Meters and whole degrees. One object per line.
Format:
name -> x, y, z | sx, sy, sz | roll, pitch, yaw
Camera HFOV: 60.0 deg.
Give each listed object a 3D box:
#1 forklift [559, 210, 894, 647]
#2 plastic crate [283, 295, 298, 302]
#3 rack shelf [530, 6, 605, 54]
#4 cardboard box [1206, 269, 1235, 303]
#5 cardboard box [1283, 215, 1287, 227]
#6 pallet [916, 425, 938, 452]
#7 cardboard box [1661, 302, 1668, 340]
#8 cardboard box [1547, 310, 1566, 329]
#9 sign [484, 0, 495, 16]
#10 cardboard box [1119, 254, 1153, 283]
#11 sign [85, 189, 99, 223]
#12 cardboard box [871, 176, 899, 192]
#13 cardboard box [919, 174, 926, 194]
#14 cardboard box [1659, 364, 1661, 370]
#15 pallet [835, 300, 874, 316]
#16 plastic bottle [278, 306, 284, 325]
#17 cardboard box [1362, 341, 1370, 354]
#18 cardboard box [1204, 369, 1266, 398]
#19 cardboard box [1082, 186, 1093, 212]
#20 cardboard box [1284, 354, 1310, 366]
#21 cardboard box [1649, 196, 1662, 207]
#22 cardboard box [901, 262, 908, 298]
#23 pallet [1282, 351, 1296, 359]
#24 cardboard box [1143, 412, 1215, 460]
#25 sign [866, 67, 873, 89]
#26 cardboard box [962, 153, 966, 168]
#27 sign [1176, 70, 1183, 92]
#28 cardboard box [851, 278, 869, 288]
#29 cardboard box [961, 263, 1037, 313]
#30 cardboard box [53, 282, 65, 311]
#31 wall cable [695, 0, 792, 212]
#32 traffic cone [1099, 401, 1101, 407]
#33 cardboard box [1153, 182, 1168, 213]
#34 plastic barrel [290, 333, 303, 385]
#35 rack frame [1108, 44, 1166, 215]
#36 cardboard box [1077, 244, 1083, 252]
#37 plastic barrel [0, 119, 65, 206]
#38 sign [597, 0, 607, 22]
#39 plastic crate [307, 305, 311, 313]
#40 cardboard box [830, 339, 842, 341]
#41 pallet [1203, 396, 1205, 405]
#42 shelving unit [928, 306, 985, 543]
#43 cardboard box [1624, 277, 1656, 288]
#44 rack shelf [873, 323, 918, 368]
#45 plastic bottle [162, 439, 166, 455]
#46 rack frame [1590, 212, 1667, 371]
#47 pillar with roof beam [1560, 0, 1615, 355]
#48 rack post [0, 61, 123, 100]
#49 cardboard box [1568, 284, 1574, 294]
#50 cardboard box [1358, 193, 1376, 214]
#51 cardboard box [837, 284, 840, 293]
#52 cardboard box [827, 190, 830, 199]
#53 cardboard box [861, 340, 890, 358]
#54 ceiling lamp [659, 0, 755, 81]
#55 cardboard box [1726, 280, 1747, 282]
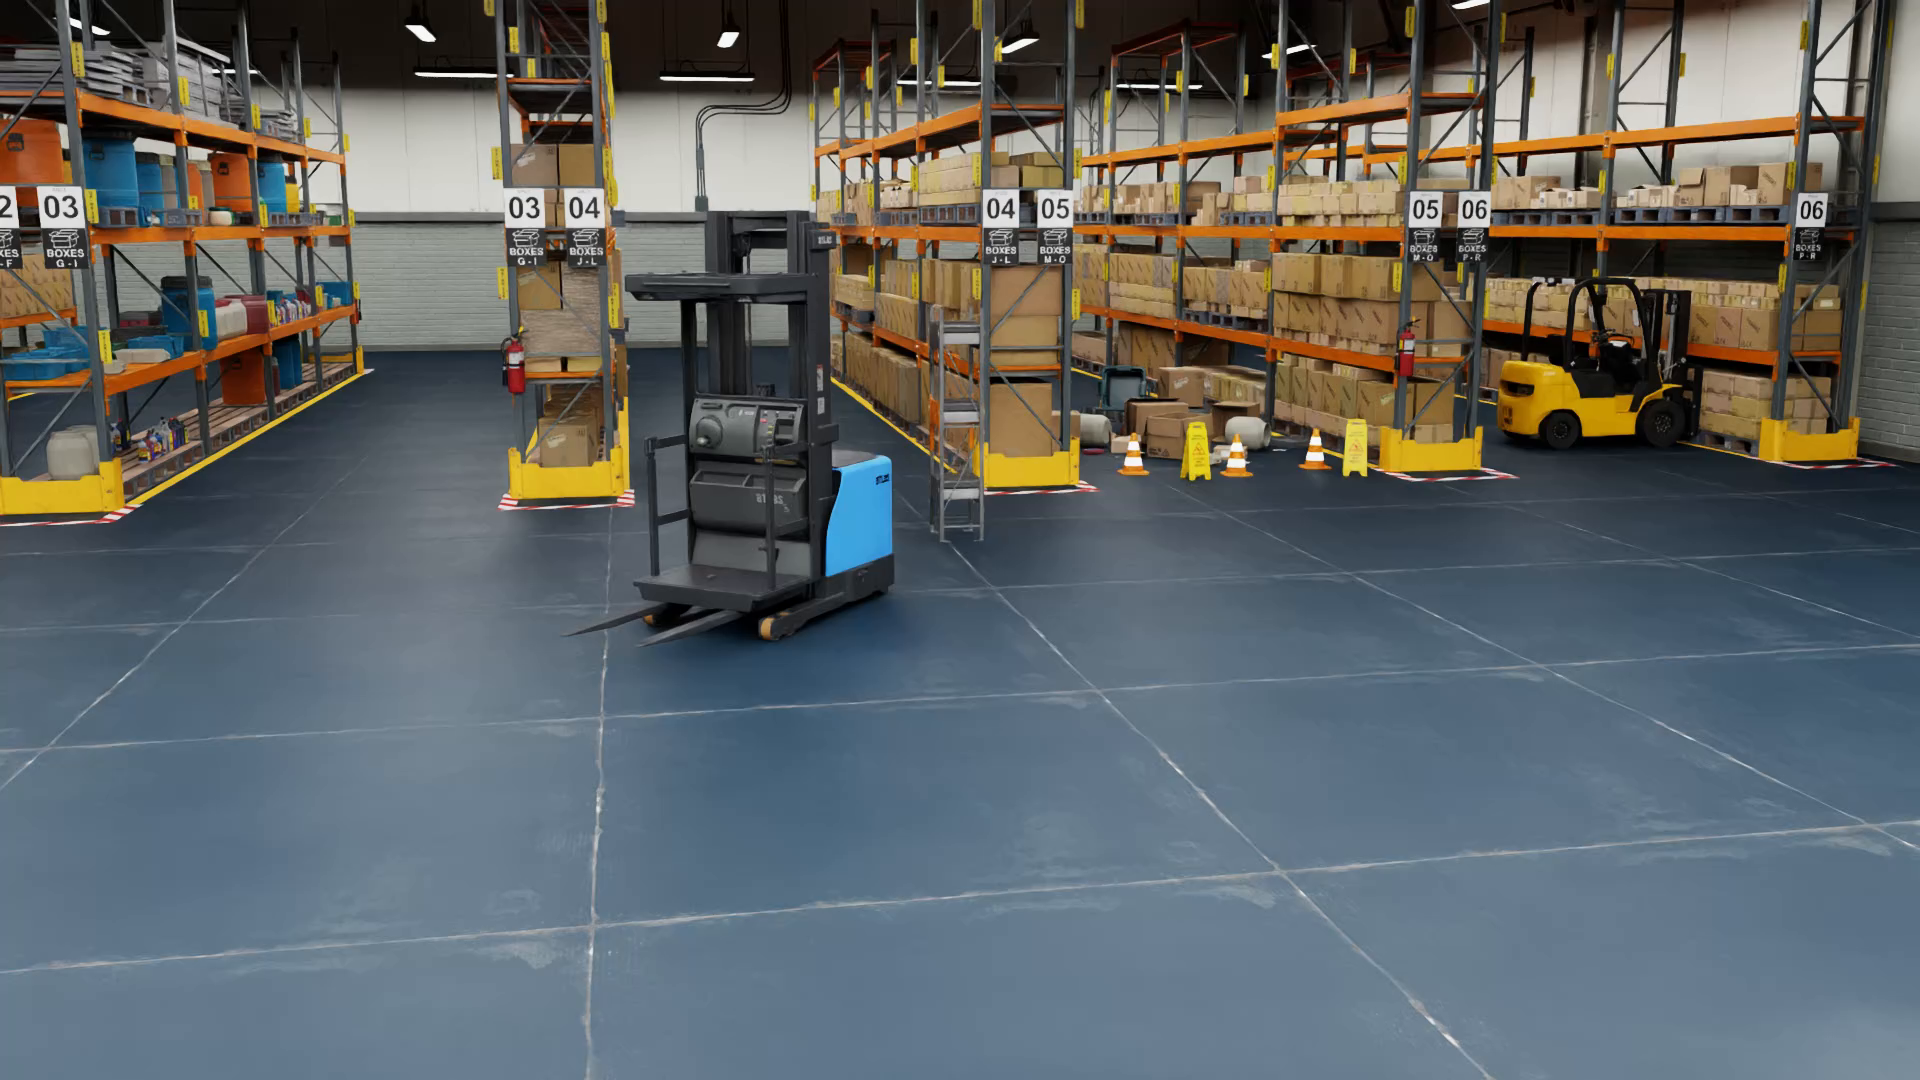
forklift -> -1.626, -0.833, 11.733 | 1.130, 2.935, 3.031 | 5, 12, 26
plastic crate -> -12.094, -4.289, 29.993 | 0.416, 0.233, 0.300 | -2, 11, -11
rack shelf -> -6.108, -8.001, 26.202 | 1.077, 0.370, 4.000 | -2, 11, -11
cardboard box -> 4.080, -3.887, 25.408 | 0.500, 0.500, 0.500 | -2, 11, -10
cardboard box -> 4.598, -4.318, 22.511 | 0.380, 0.149, 0.250 | -2, 11, -12
pallet -> 0.015, -1.324, 21.589 | 1.003, 0.211, 1.213 | -2, 11, -11
cardboard box -> 9.695, -2.986, 22.597 | 0.500, 0.500, 0.500 | -2, 11, -12
cardboard box -> 9.190, -3.317, 25.004 | 0.500, 0.250, 0.500 | -2, 11, -11
sign -> -4.712, -5.408, 16.621 | 0.100, 0.325, 0.005 | -2, 11, -11
cardboard box -> 3.153, -4.859, 29.761 | 0.500, 0.500, 0.500 | -2, 11, -11
sign -> -8.481, -3.258, 16.244 | 0.100, 0.325, 0.005 | -2, 11, -11
cardboard box -> -1.168, -5.533, 25.909 | 0.396, 0.266, 0.258 | -2, 11, -11
cardboard box -> -0.236, -4.538, 21.208 | 0.500, 0.250, 0.500 | -2, 11, -11
cardboard box -> 9.632, -2.278, 22.697 | 0.500, 0.250, 0.500 | -2, 11, -9
pallet -> -1.606, -4.064, 29.038 | 1.003, 0.211, 1.213 | -2, 11, -11
plastic bottle -> -10.525, -3.475, 25.745 | 0.061, 0.283, 0.133 | -2, 11, -11
cardboard box -> 5.088, -2.329, 20.081 | 0.380, 0.149, 0.250 | -2, 11, -12
cardboard box -> 4.253, -2.445, 25.924 | 0.950, 0.372, 0.625 | -2, 11, -12
cardboard box -> 2.691, -6.639, 32.372 | 0.500, 0.500, 0.500 | -2, 11, -10
cardboard box -> 4.595, -2.434, 22.454 | 0.380, 0.149, 0.250 | -2, 11, -10
cardboard box -> 9.587, -4.587, 22.534 | 0.380, 0.149, 0.250 | -2, 11, -9
cardboard box -> -0.455, -3.747, 23.919 | 0.700, 0.500, 0.500 | -2, 11, -12
pallet -> 7.485, -3.887, 35.053 | 1.003, 0.211, 1.213 | -2, 11, -11
cardboard box -> 2.733, -1.305, 20.706 | 0.637, 0.503, 0.797 | 9, 14, 38
sign -> -1.365, -6.993, 25.161 | 0.100, 0.325, 0.005 | -2, 11, -11
cardboard box -> 0.226, -4.242, 18.588 | 0.380, 0.149, 0.250 | -2, 11, -10
sign -> 3.458, -7.231, 26.200 | 0.100, 0.325, 0.005 | -2, 11, -11
cardboard box -> -1.574, -4.206, 27.228 | 0.380, 0.149, 0.250 | -2, 11, -11
cardboard box -> 0.490, -2.874, 18.983 | 0.875, 0.550, 0.550 | -2, 11, -11
cardboard box -> -16.535, -4.398, 30.011 | 0.500, 0.500, 0.500 | -2, 11, -11
wall cable -> -4.994, -10.565, 38.034 | 2.277, 5.999, 0.120 | -2, 11, -11
traffic cone -> 2.128, -1.982, 24.372 | 0.336, 0.463, 0.334 | -2, 11, -11
cardboard box -> 3.623, -5.672, 27.562 | 0.700, 0.500, 0.500 | -3, 11, -14
plastic barrel -> -11.266, -3.037, 27.617 | 0.600, 0.901, 0.708 | -2, 11, -11
rack frame -> 3.224, -7.449, 30.267 | 1.000, 3.000, 0.127 | -2, 11, -11
cardboard box -> 2.503, -5.733, 32.621 | 0.380, 0.149, 0.250 | -2, 11, -12
plastic barrel -> -9.241, -3.736, 16.509 | 0.600, 0.830, 0.708 | -2, 11, -11
sign -> -3.631, -5.405, 16.819 | 0.100, 0.325, 0.005 | -2, 11, -11
plastic crate -> -11.306, -3.952, 28.483 | 0.396, 0.136, 0.243 | -2, 11, -11
cardboard box -> -2.346, -3.786, 31.976 | 0.380, 0.149, 0.250 | -2, 11, -10
pallet -> 4.152, -2.255, 26.480 | 1.003, 0.211, 1.213 | -2, 11, -11
shelving unit -> -0.032, -1.062, 15.160 | 0.431, 2.100, 0.503 | -2, 11, -11
cardboard box -> 9.576, -3.617, 23.377 | 0.380, 0.149, 0.250 | -2, 11, -10
rack shelf -> -0.445, -2.850, 24.070 | 1.077, 0.370, 4.000 | -2, 11, -11
plastic bottle -> -9.214, -1.083, 19.172 | 0.097, 0.201, 0.097 | 0, 11, 0
rack frame -> 9.648, -3.216, 24.071 | 1.000, 3.000, 0.127 | -2, 11, -11
pillar with roof beam -> 5.785, -6.534, 25.457 | 9.100, 9.000, 0.548 | -2, 11, -11
rack post -> -9.044, -4.605, 16.663 | 0.937, 0.300, 0.954 | -1, 11, -5
cardboard box -> 9.300, -3.732, 24.778 | 0.380, 0.149, 0.250 | -2, 11, -11
cardboard box -> 5.110, -4.024, 19.899 | 0.500, 0.250, 0.500 | -2, 11, -12
cardboard box -> -1.934, -4.396, 29.024 | 0.380, 0.149, 0.250 | -2, 11, -12
cardboard box -> -2.287, -6.474, 31.165 | 0.380, 0.149, 0.250 | -2, 11, -12
cardboard box -> -1.333, -3.125, 27.148 | 0.500, 0.250, 0.500 | -2, 11, -10
ceiling lamp -> -5.310, -11.274, 34.753 | 2.000, 3.185, 0.800 | -2, 11, -11
cardboard box -> 10.297, -3.350, 21.979 | 0.380, 0.149, 0.250 | -2, 11, -11
